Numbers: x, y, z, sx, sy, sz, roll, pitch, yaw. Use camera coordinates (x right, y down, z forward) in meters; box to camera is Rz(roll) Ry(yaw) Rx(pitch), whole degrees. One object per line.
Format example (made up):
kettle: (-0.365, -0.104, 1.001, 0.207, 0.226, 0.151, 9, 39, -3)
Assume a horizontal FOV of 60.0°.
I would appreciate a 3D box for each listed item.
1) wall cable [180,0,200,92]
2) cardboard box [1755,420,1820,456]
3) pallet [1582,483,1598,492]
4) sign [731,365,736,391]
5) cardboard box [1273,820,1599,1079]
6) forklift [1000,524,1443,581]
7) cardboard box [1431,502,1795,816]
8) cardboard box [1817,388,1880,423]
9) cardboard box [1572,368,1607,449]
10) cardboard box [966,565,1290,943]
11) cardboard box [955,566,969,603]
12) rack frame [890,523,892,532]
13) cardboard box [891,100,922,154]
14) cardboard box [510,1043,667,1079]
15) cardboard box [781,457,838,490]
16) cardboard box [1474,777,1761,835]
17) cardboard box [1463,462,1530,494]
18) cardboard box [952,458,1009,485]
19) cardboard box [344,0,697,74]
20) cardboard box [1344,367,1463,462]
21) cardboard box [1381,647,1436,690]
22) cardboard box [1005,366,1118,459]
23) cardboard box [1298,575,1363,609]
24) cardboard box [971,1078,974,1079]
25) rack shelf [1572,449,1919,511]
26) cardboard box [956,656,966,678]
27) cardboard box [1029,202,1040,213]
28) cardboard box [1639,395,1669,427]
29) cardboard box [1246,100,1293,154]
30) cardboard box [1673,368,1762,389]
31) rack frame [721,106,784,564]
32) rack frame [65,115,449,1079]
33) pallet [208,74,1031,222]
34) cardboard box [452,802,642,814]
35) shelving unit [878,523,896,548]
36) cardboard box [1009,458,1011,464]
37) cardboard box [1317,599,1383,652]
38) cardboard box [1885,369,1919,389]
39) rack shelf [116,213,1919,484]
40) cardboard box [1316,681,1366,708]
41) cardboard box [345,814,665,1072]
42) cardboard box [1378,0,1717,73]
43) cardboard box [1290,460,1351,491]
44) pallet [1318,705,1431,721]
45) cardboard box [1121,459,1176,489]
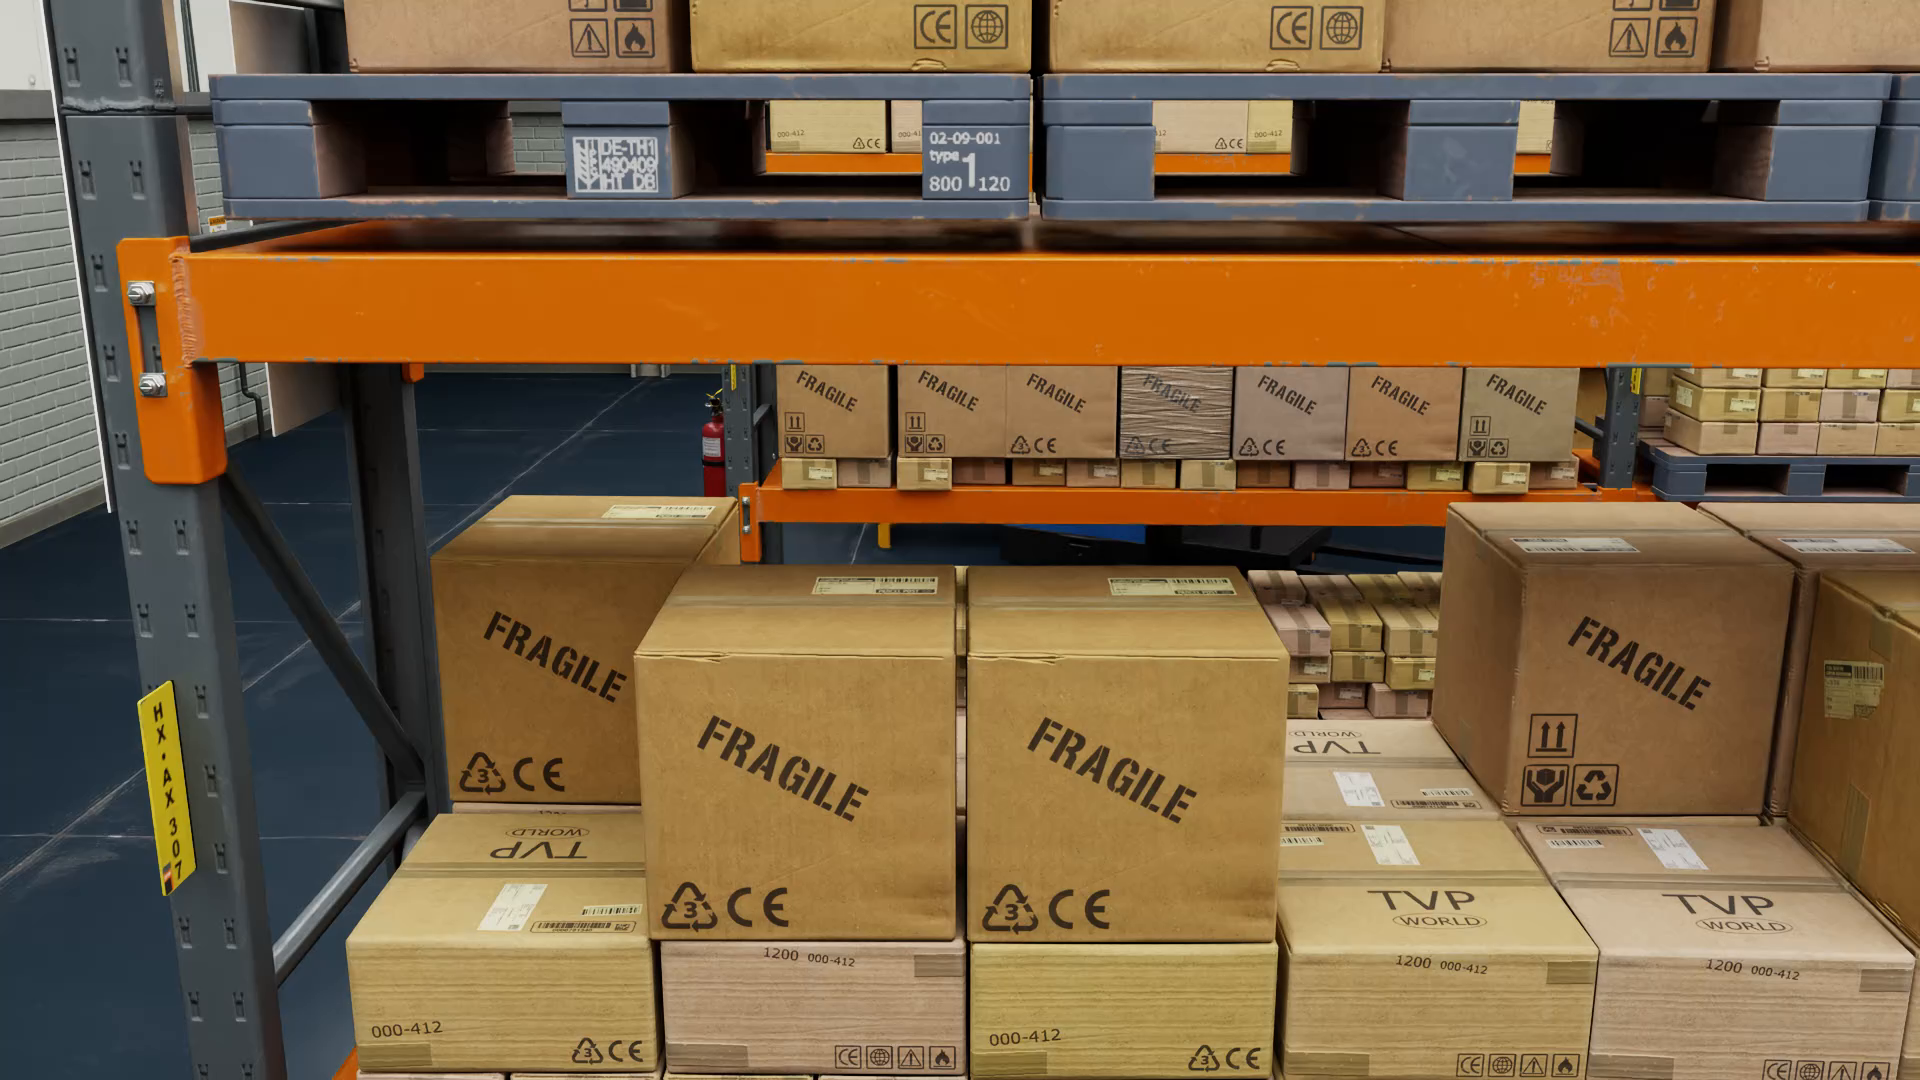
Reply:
wall cable: (-6.539, -5.606, 15.375, 0.133, 3.039, 2.988, 0, 15, 1)
cardboard box: (3.656, -0.492, 7.495, 0.250, 0.149, 0.380, 1, 15, 2)
pallet: (5.018, -0.453, 13.141, 1.213, 0.211, 1.003, 0, 15, 1)
sign: (-1.016, -0.837, 7.436, 0.005, 0.325, 0.100, 0, 15, 1)
cardboard box: (0.787, 0.716, 2.957, 0.500, 0.250, 0.500, 0, 15, 0)
forklift: (1.812, -1.157, 10.479, 3.031, 2.935, 1.130, 8, 17, 27)
cardboard box: (1.284, 0.224, 3.353, 0.500, 0.500, 0.500, 0, 15, 0)
cardboard box: (3.896, -0.634, 7.448, 0.250, 0.149, 0.380, 1, 15, 3)
cardboard box: (4.547, -0.982, 13.024, 0.875, 0.875, 0.875, 1, 15, 3)
cardboard box: (0.261, 0.351, 2.872, 0.500, 0.500, 0.500, 0, 15, 0)
cardboard box: (0.046, 0.255, 8.592, 0.250, 0.149, 0.380, 0, 15, 0)
rack frame: (-0.523, -0.745, 11.723, 0.032, 1.500, 0.500, 1, 15, 2)
cardboard box: (-0.033, -1.862, 7.432, 0.500, 0.250, 0.500, 1, 15, 3)
cardboard box: (-0.627, 0.917, 2.978, 0.250, 0.149, 0.380, 0, 15, 1)
cardboard box: (-0.686, -0.350, 7.778, 0.250, 0.149, 0.380, 0, 15, 1)
cardboard box: (1.291, 0.586, 3.451, 0.500, 0.250, 0.500, 1, 15, 3)
cardboard box: (2.445, -0.325, 7.686, 0.250, 0.149, 0.380, 0, 15, 0)
cardboard box: (0.099, -0.376, 7.879, 0.250, 0.149, 0.380, 1, 15, 4)
cardboard box: (-0.708, -1.053, 2.856, 0.500, 0.500, 0.700, -1, 15, -2)
cardboard box: (1.987, -0.658, 7.674, 0.500, 0.500, 0.500, 0, 15, 0)
cardboard box: (2.135, 0.584, 7.929, 0.250, 0.149, 0.380, 0, 15, -1)
cardboard box: (0.465, -0.672, 7.729, 0.500, 0.500, 0.500, 1, 15, 2)
cardboard box: (1.869, 0.300, 8.422, 0.250, 0.149, 0.380, 0, 15, 0)
cardboard box: (0.144, 0.921, 2.960, 0.250, 0.149, 0.380, 0, 15, 0)
rack shelf: (4.996, -0.170, 8.014, 4.000, 0.370, 1.077, 0, 15, 1)
cardboard box: (0.035, 0.539, 8.100, 0.250, 0.149, 0.380, 1, 15, 2)
cardboard box: (0.528, -2.273, 12.419, 0.500, 0.500, 0.500, 0, 15, 1)
cardboard box: (3.399, -0.660, 8.132, 0.250, 0.149, 0.380, 0, 15, 0)
cardboard box: (1.493, -1.852, 7.395, 0.500, 0.250, 0.500, 0, 15, 1)
cardboard box: (3.379, -0.780, 7.420, 0.250, 0.149, 0.380, 1, 15, 4)
rack frame: (-1.002, -0.557, 8.071, 0.127, 3.000, 1.000, 0, 15, 1)
rack frame: (-1.230, 0.707, 3.279, 0.127, 3.000, 1.000, 0, 15, 1)
pallet: (-0.488, -0.698, 2.899, 1.213, 0.211, 1.003, 0, 15, 1)
cardboard box: (-0.738, 0.571, 3.505, 0.500, 0.250, 0.500, 0, 15, 1)
shelving unit: (-0.024, -0.740, 11.705, 1.083, 1.500, 0.587, 1, 15, 2)
cardboard box: (0.348, -0.491, 8.315, 0.250, 0.149, 0.380, 0, 15, -1)
cardboard box: (1.872, 0.408, 8.012, 0.250, 0.149, 0.380, 1, 15, 3)
cardboard box: (4.163, -0.775, 7.402, 0.250, 0.149, 0.380, 0, 15, 1)
rack shelf: (0.770, -0.382, 2.939, 4.000, 0.370, 1.077, 0, 15, 1)
cardboard box: (1.812, 0.688, 8.118, 0.250, 0.149, 0.380, 0, 15, 0)
cardboard box: (-0.757, 0.708, 2.987, 0.500, 0.250, 0.500, 0, 15, 0)
cardboard box: (0.929, -1.051, 2.847, 0.500, 0.500, 0.700, 1, 15, 4)
cardboard box: (1.650, -0.345, 7.758, 0.250, 0.149, 0.380, 0, 15, -1)
pallet: (2.325, 0.822, 8.310, 1.213, 0.211, 1.003, 0, 15, 1)
cardboard box: (0.874, -0.353, 7.789, 0.250, 0.149, 0.380, 1, 15, 3)
